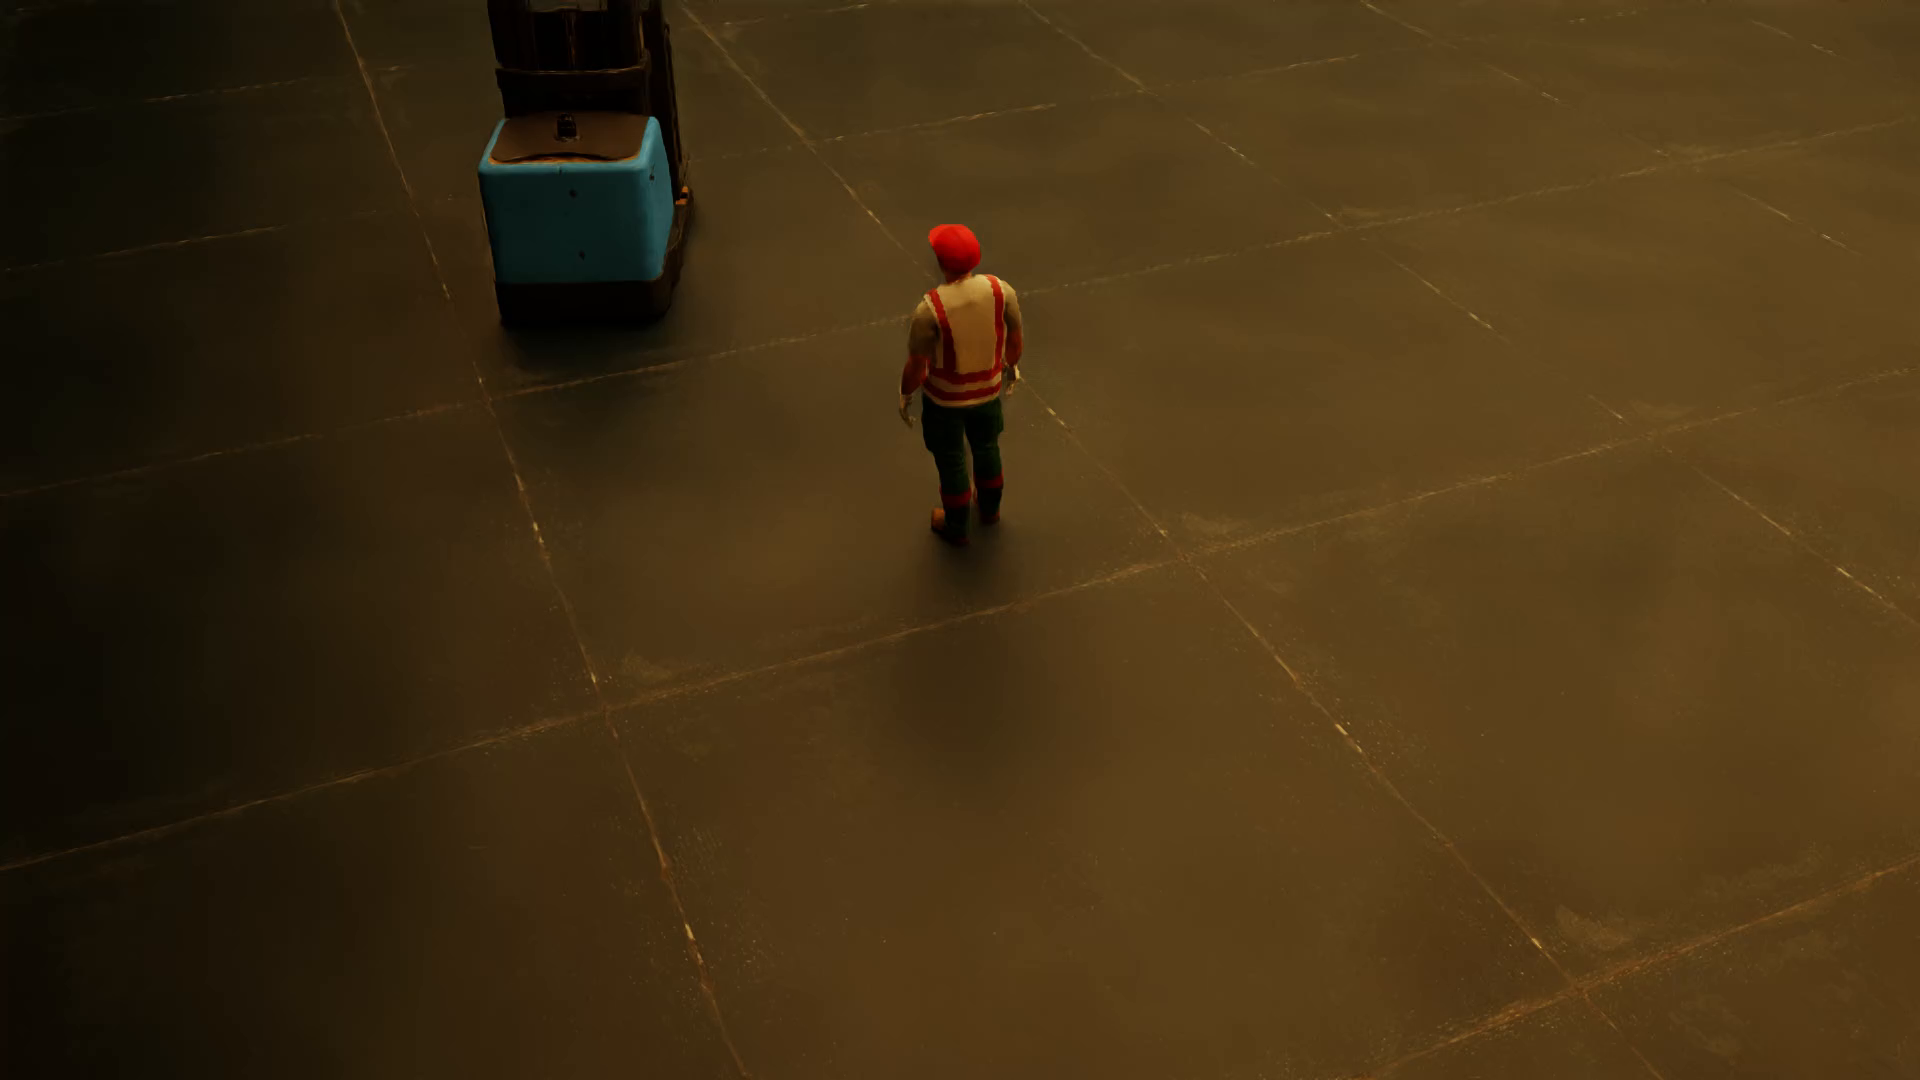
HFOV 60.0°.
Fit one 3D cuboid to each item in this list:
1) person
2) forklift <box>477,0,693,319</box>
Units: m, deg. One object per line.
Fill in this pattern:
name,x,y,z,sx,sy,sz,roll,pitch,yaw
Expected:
person,-0.021,-0.780,8.169,0.637,1.787,0.563,-14,38,-19
forklift,-2.465,-3.416,10.902,1.130,2.935,3.031,-2,35,-2
